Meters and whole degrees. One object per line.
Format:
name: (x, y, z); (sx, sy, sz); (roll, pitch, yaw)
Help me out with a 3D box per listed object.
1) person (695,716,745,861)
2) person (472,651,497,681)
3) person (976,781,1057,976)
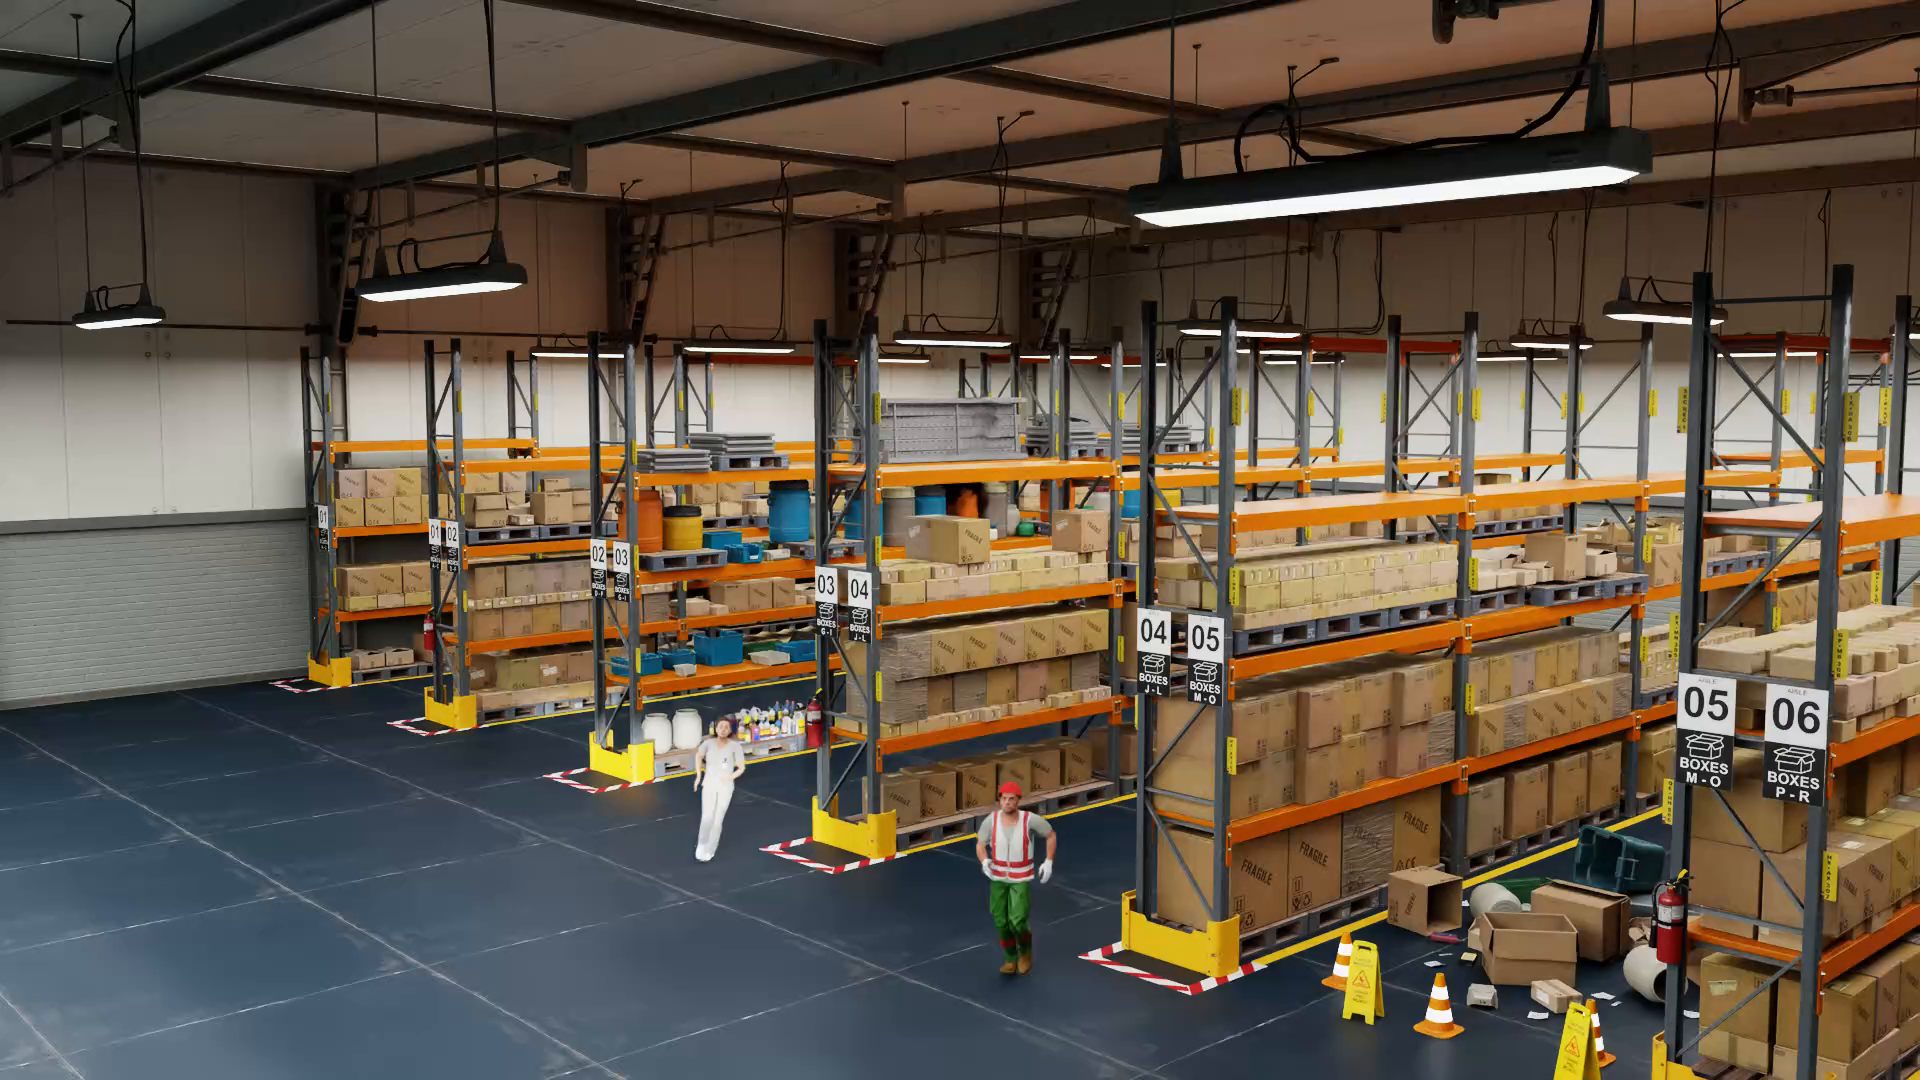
person: (-2.640, 2.744, 18.241); (0.565, 1.622, 0.585); (0, 5, -3)
person: (-8.038, 1.809, 28.175); (0.718, 1.746, 0.771); (4, 7, 40)
person: (0.461, 2.996, 14.610); (0.693, 1.755, 0.637); (1, 5, 15)
